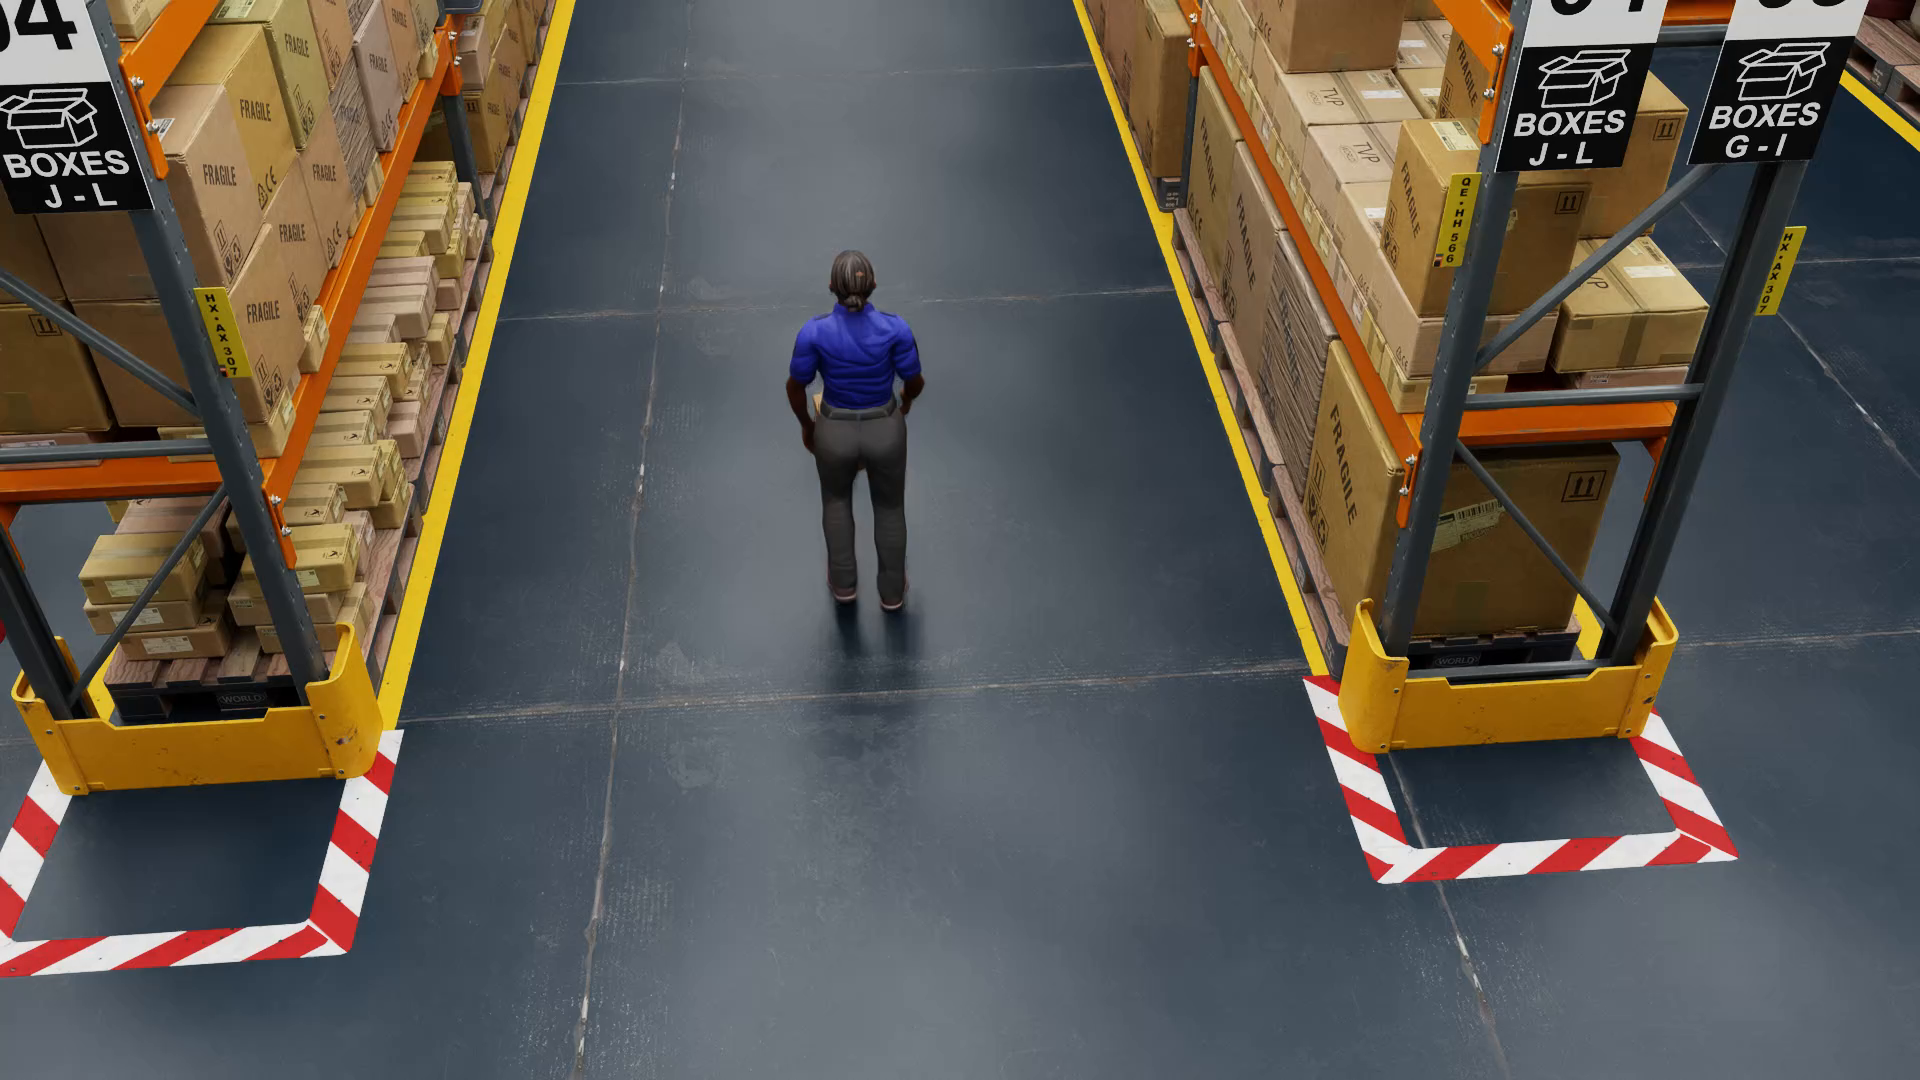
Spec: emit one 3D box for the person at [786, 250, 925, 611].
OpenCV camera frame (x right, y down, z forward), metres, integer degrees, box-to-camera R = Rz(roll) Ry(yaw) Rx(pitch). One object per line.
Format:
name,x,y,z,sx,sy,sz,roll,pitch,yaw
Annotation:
person,-0.413,-0.450,6.716,0.543,1.651,0.420,-2,39,-3
